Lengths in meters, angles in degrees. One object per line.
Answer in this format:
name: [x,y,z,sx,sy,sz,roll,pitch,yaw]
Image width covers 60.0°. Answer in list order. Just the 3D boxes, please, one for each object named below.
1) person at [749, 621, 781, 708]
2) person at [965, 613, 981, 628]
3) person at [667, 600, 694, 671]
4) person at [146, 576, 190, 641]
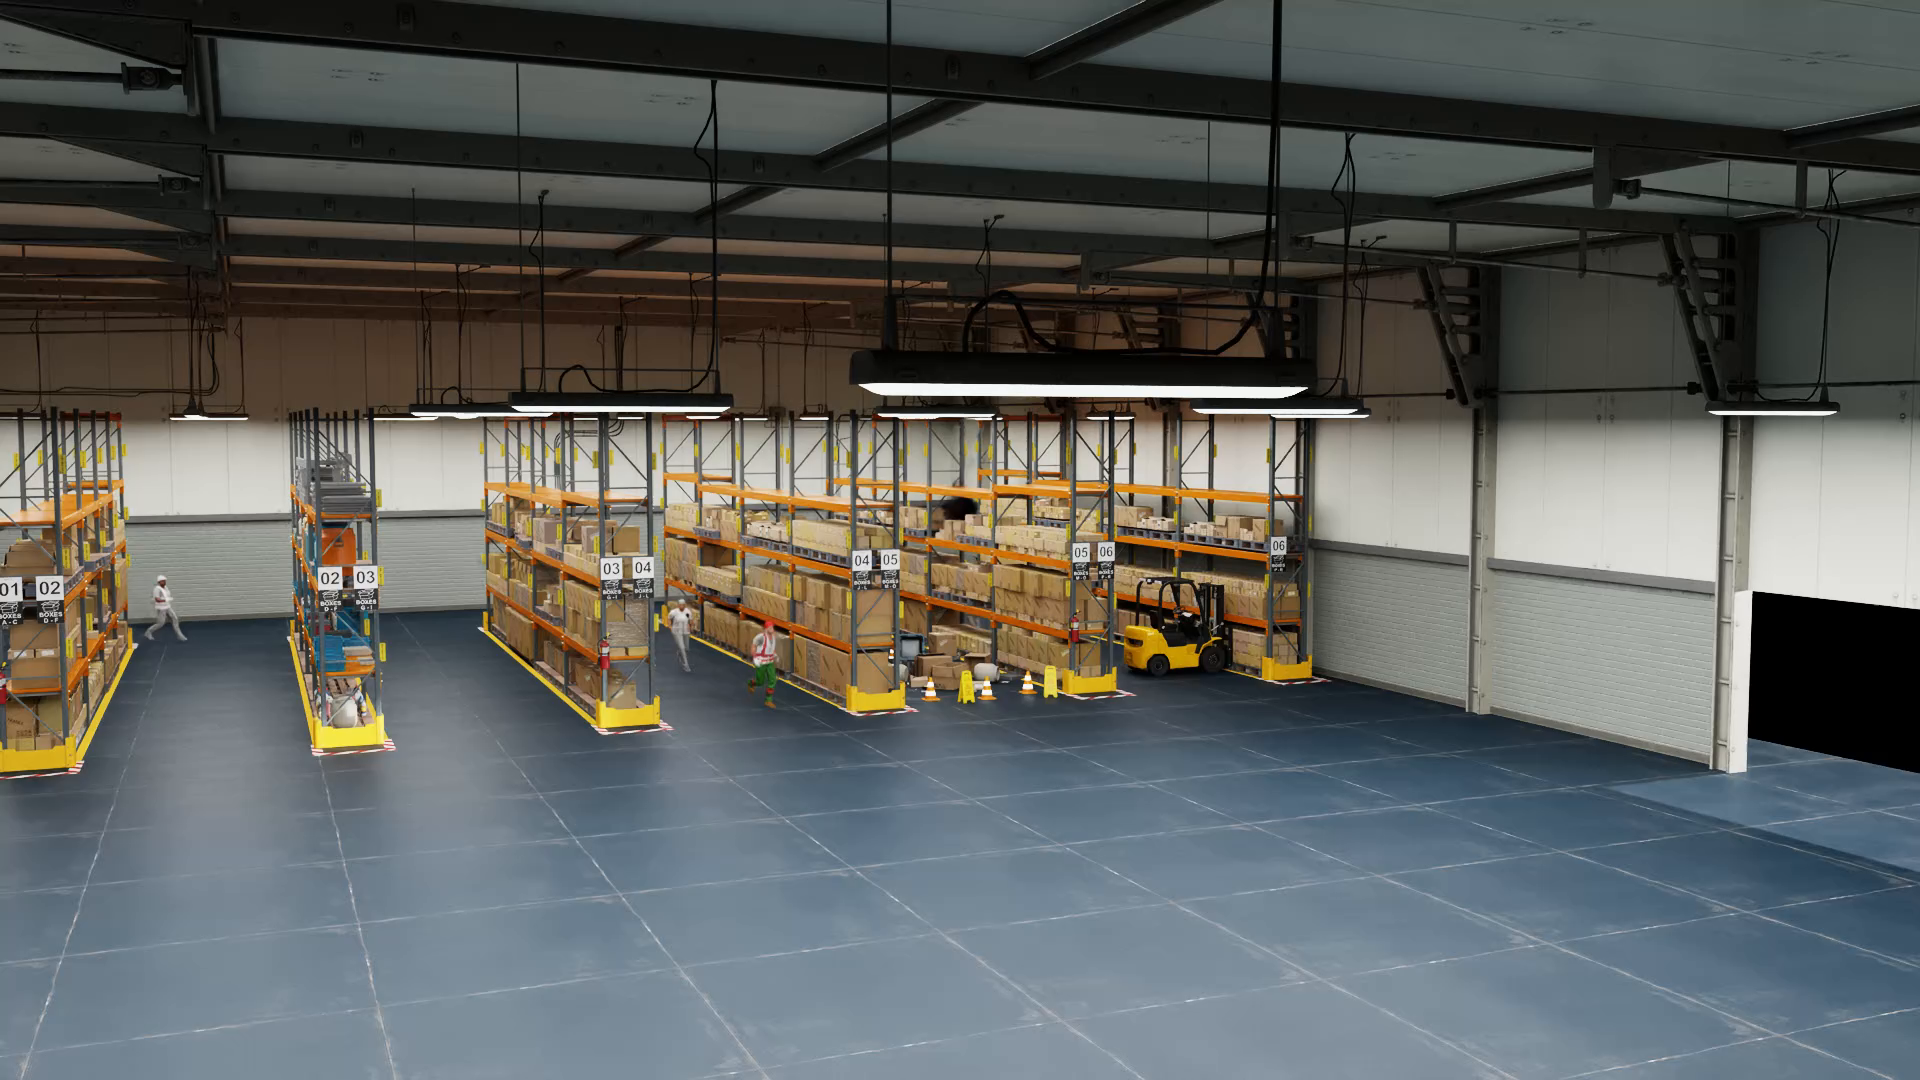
person: [-3.972,2.507,33.760,0.664,1.745,0.777,-4,6,-45]
person: [0.380,1.758,44.898,0.571,1.653,0.652,-2,4,-21]
person: [-6.494,2.206,38.781,0.631,1.655,0.803,-2,4,-27]
person: [-20.757,1.804,43.402,0.976,1.752,0.722,0,4,0]
